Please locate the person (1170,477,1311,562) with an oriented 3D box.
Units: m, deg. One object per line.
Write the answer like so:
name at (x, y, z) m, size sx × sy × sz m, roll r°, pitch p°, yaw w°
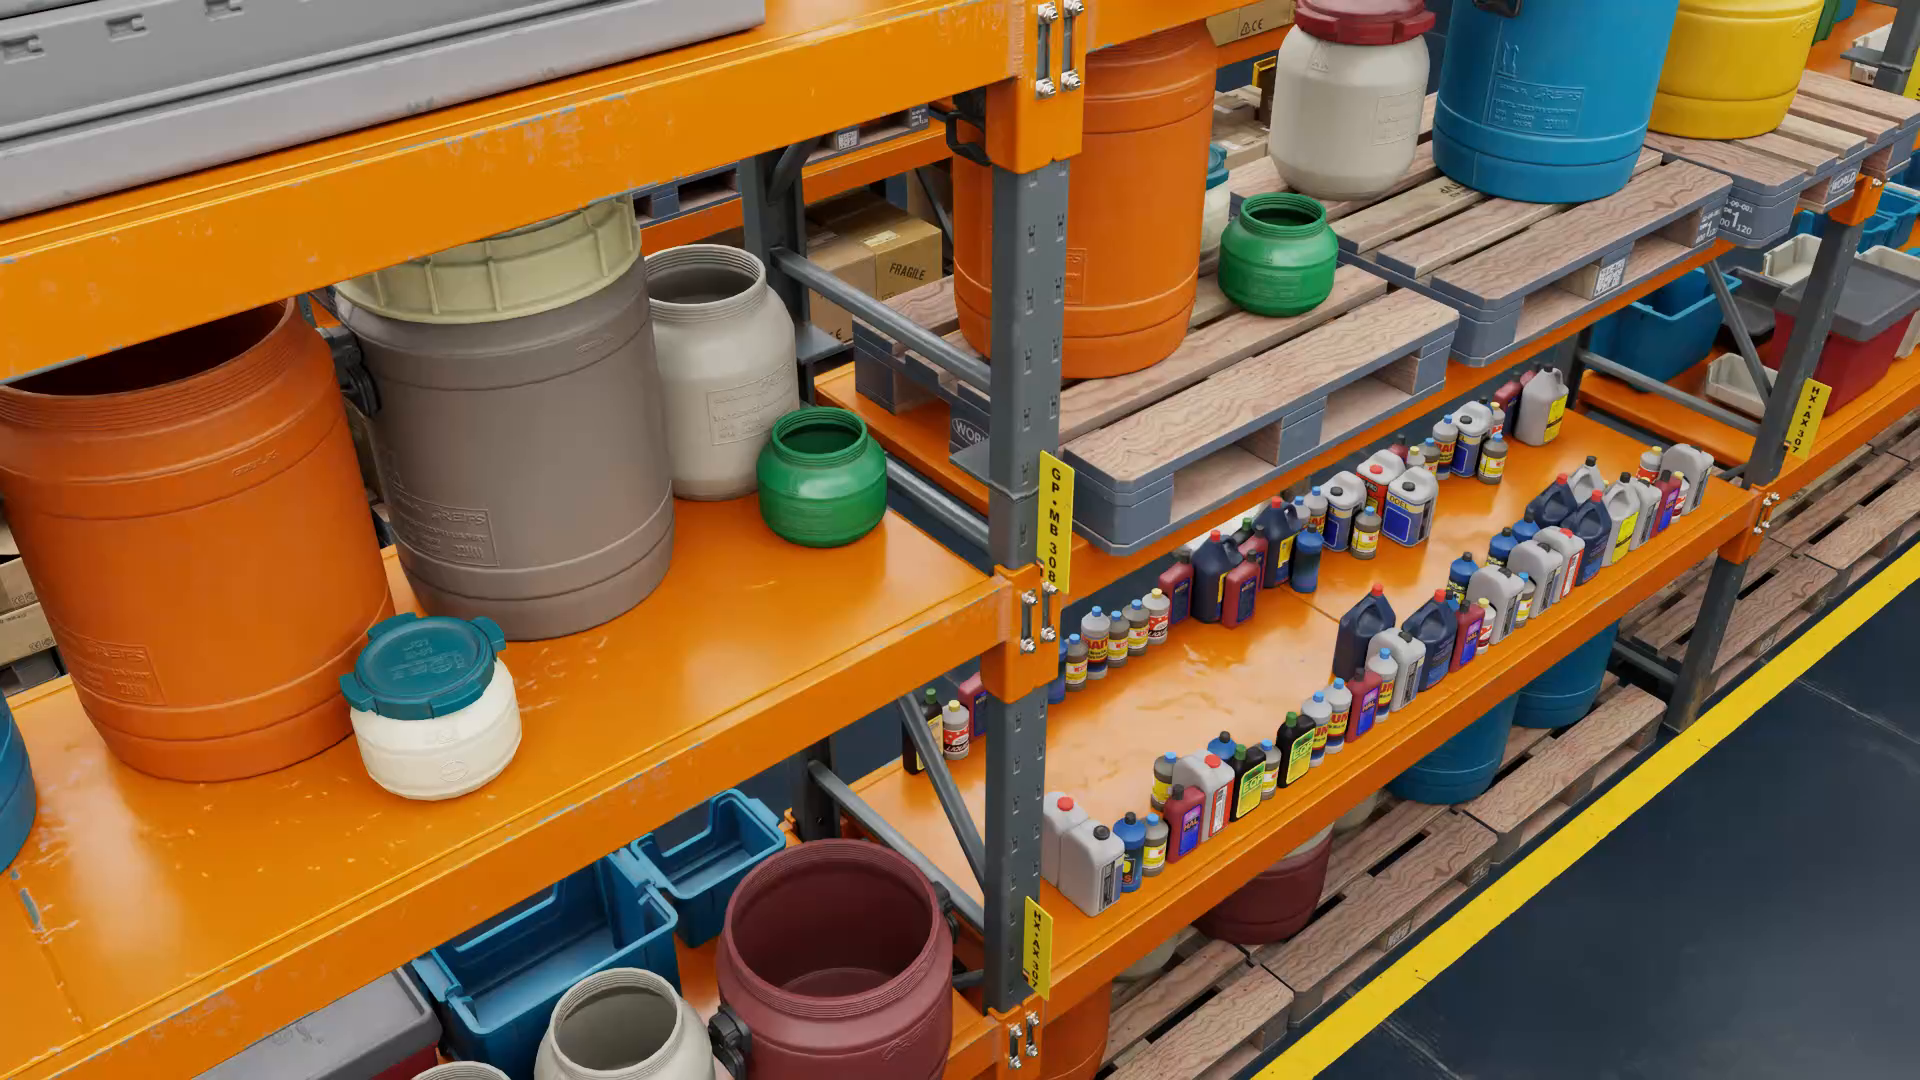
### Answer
person at (1.305, -0.108, 7.768) m, size 0.865 × 1.122 × 0.556 m, roll -26°, pitch 43°, yaw -32°
